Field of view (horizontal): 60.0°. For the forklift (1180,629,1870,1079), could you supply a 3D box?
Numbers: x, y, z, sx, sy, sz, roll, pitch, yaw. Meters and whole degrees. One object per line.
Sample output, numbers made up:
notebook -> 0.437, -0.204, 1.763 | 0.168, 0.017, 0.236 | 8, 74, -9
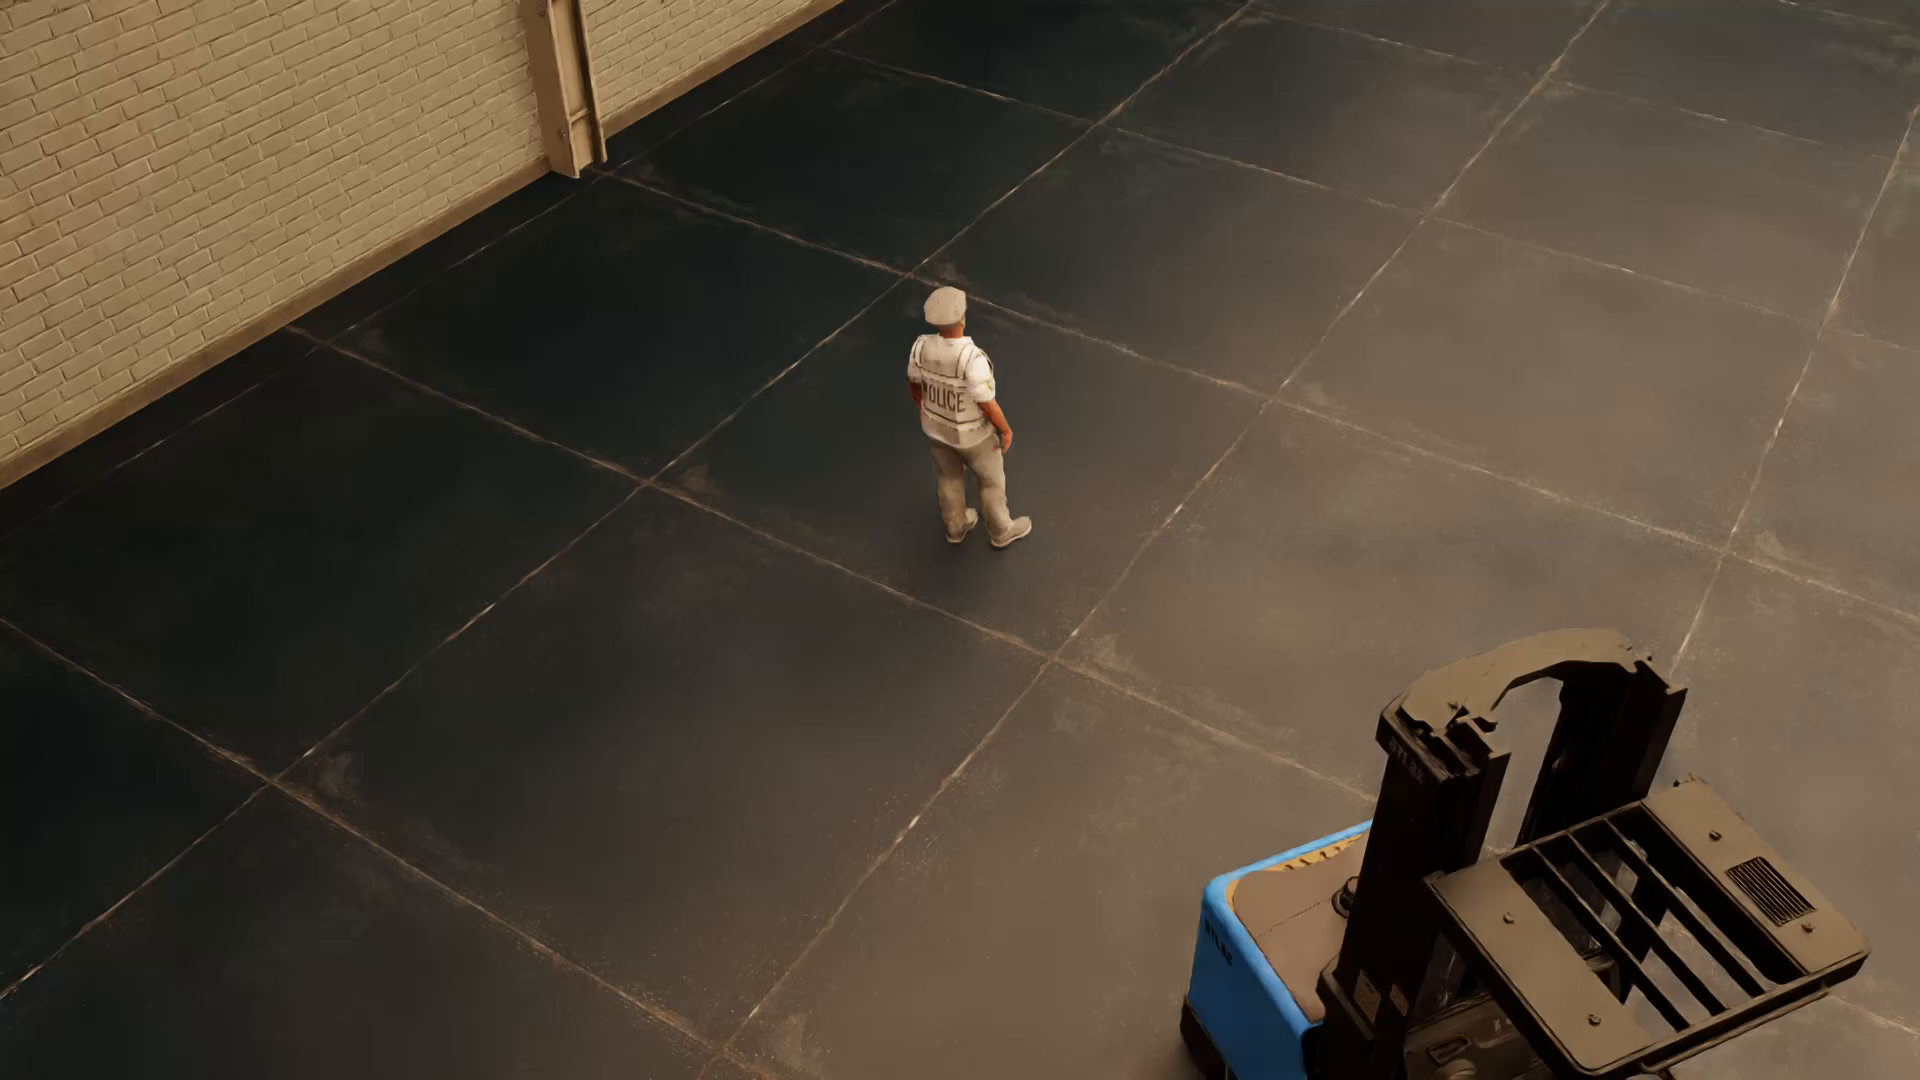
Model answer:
forklift -> 2.049, 1.868, 5.762 | 1.130, 2.935, 3.031 | -16, 43, -18

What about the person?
person -> 0.052, -0.724, 9.698 | 0.640, 1.781, 0.574 | 22, 45, 24
